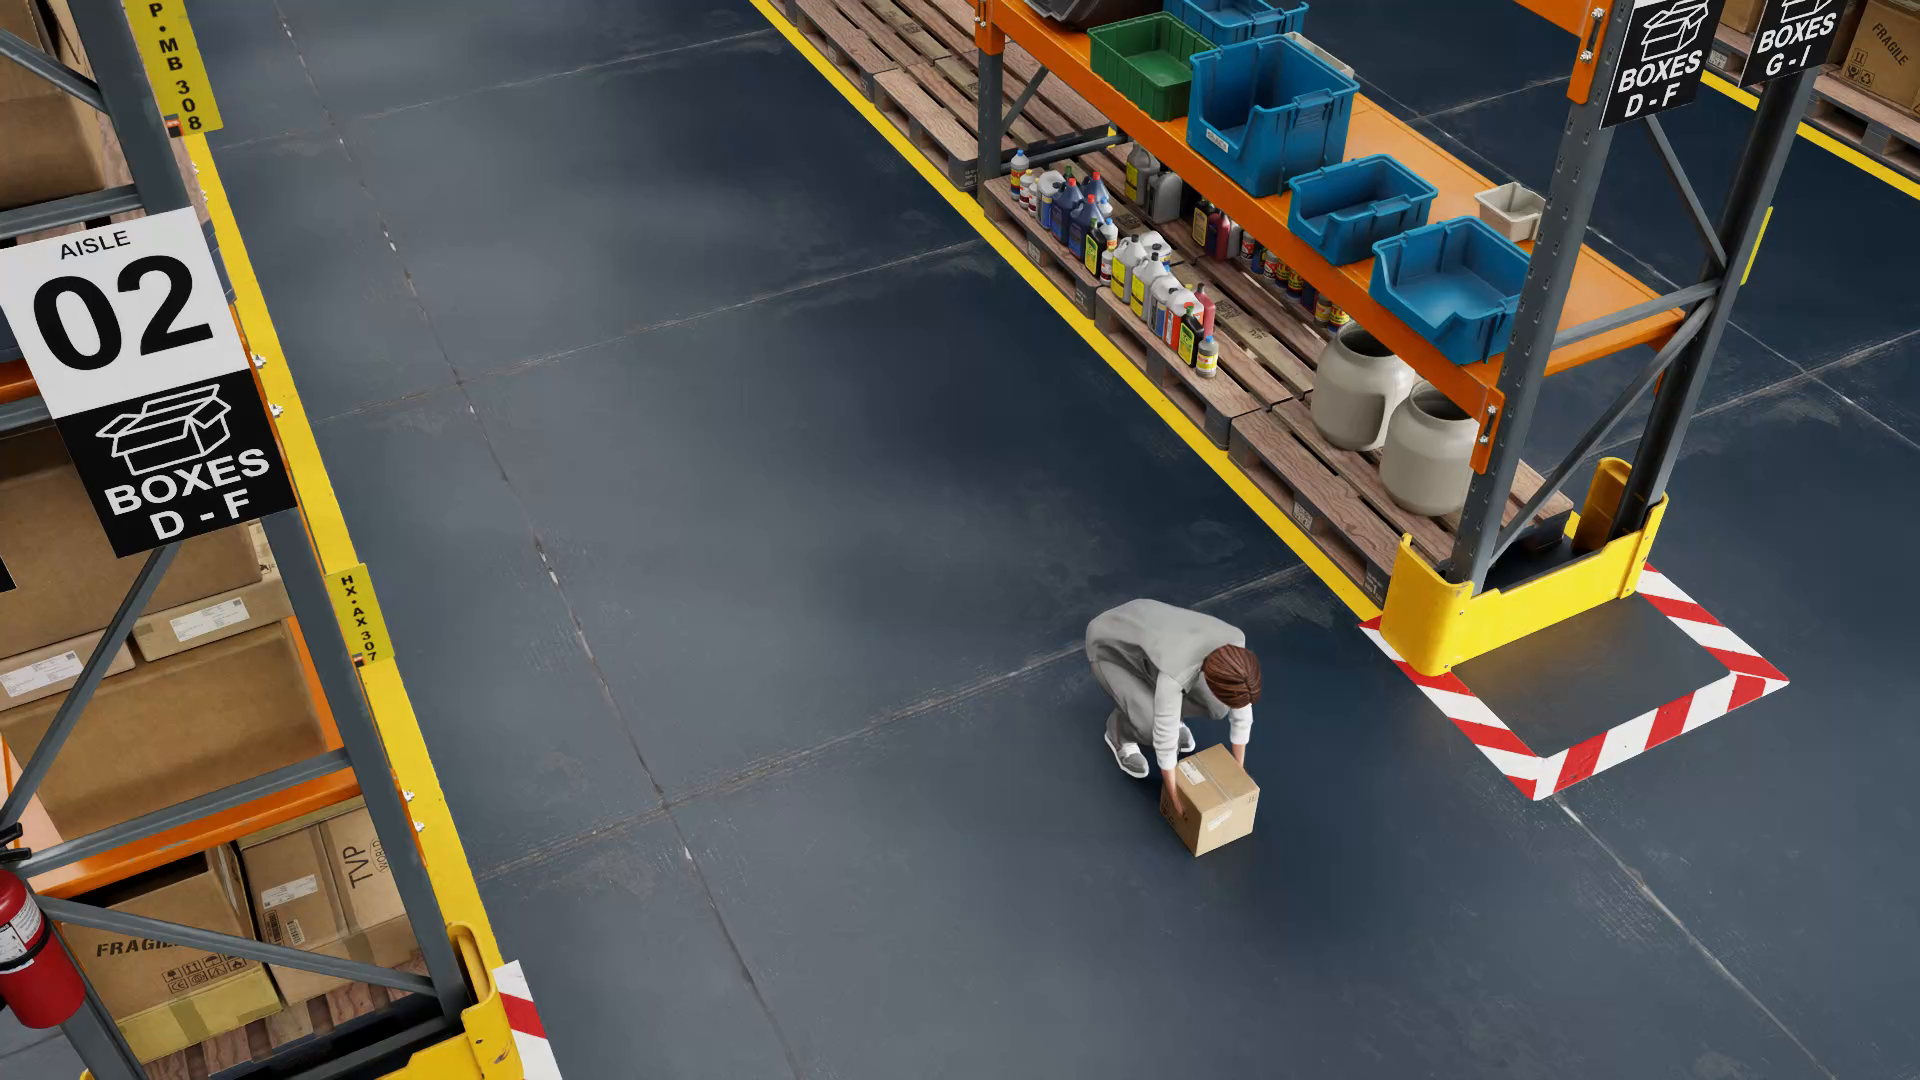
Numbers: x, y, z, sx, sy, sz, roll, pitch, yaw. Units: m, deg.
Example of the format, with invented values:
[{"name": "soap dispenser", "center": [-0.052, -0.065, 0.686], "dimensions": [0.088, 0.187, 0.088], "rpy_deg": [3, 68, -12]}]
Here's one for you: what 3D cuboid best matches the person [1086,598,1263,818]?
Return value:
[{"name": "person", "center": [0.780, 0.544, 6.147], "dimensions": [0.434, 0.816, 0.800], "rpy_deg": [-19, 45, -20]}]
